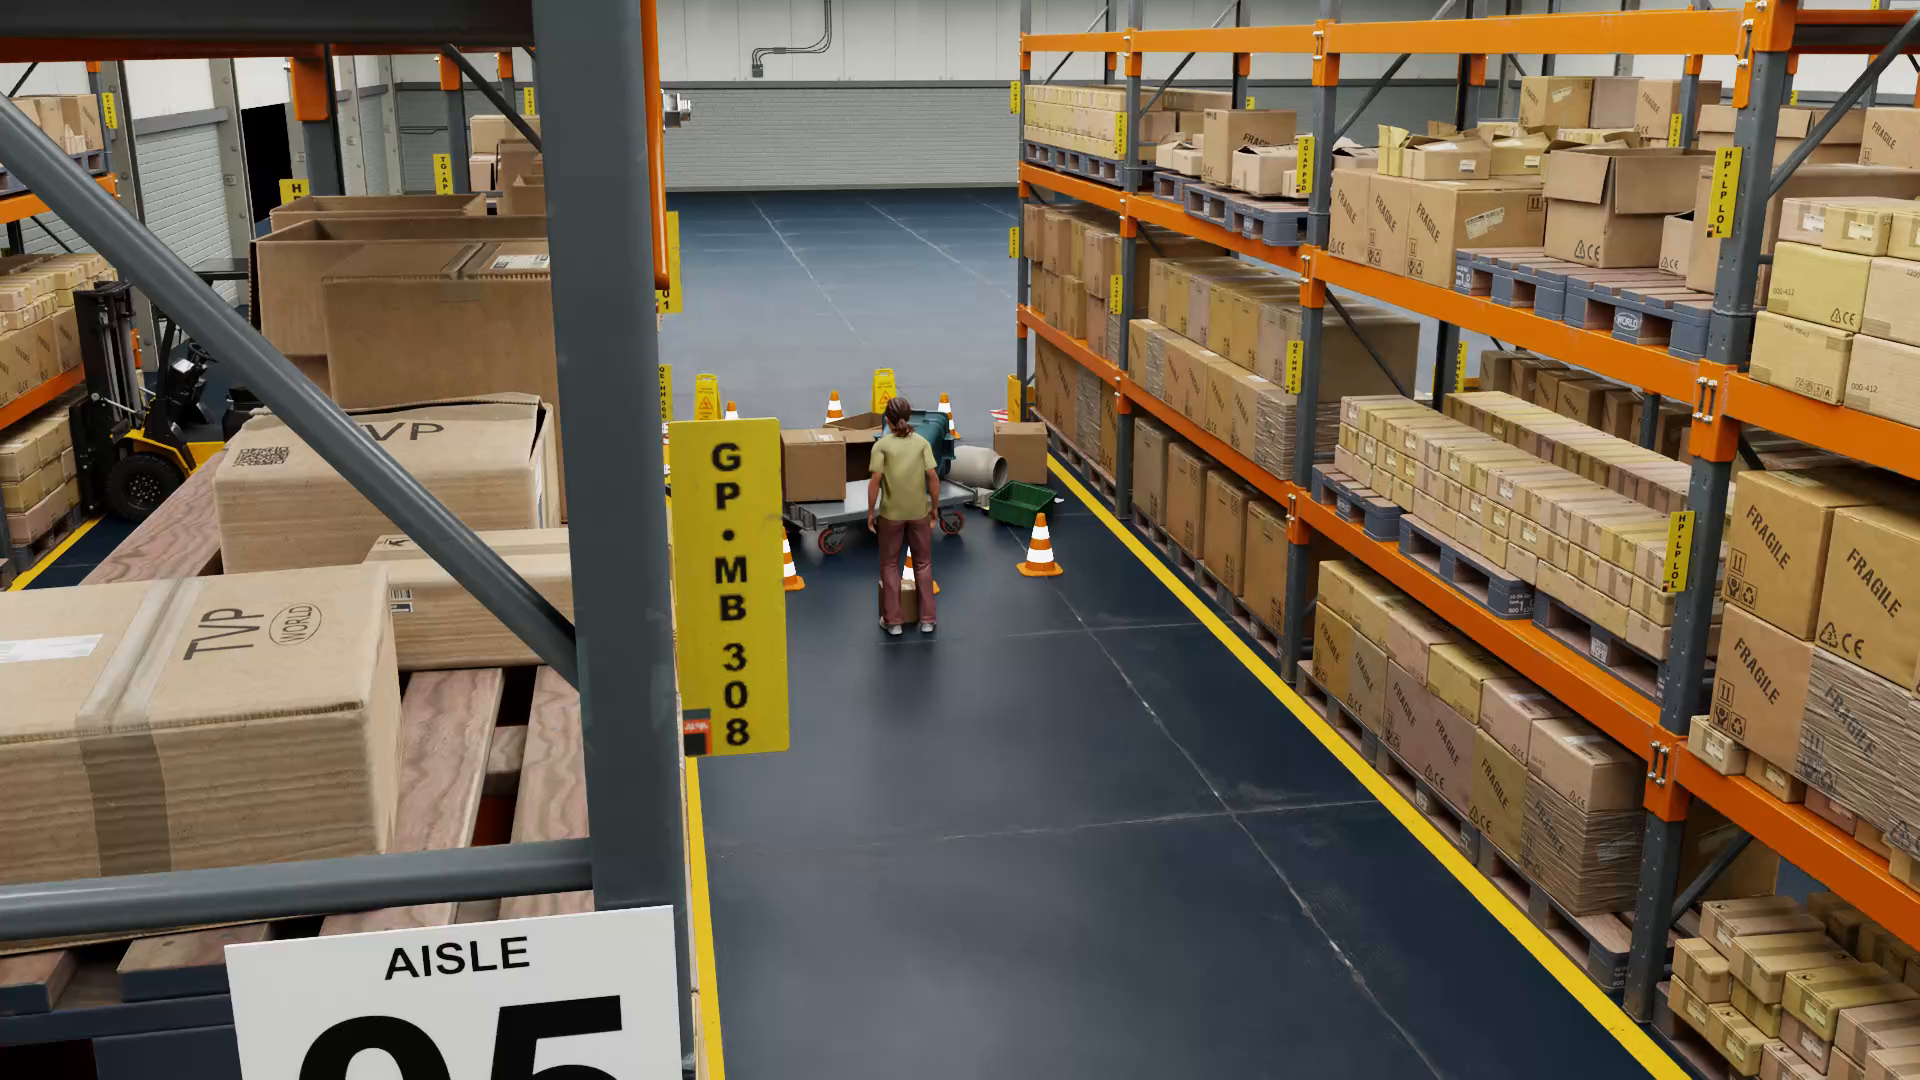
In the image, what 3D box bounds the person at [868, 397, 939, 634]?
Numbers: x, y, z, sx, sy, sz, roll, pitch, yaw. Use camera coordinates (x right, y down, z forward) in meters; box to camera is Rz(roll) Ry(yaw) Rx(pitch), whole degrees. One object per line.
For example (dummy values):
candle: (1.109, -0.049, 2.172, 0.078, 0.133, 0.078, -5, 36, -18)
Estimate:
person: (-0.397, -0.168, 11.609, 0.512, 1.673, 0.348, -4, 17, -12)
